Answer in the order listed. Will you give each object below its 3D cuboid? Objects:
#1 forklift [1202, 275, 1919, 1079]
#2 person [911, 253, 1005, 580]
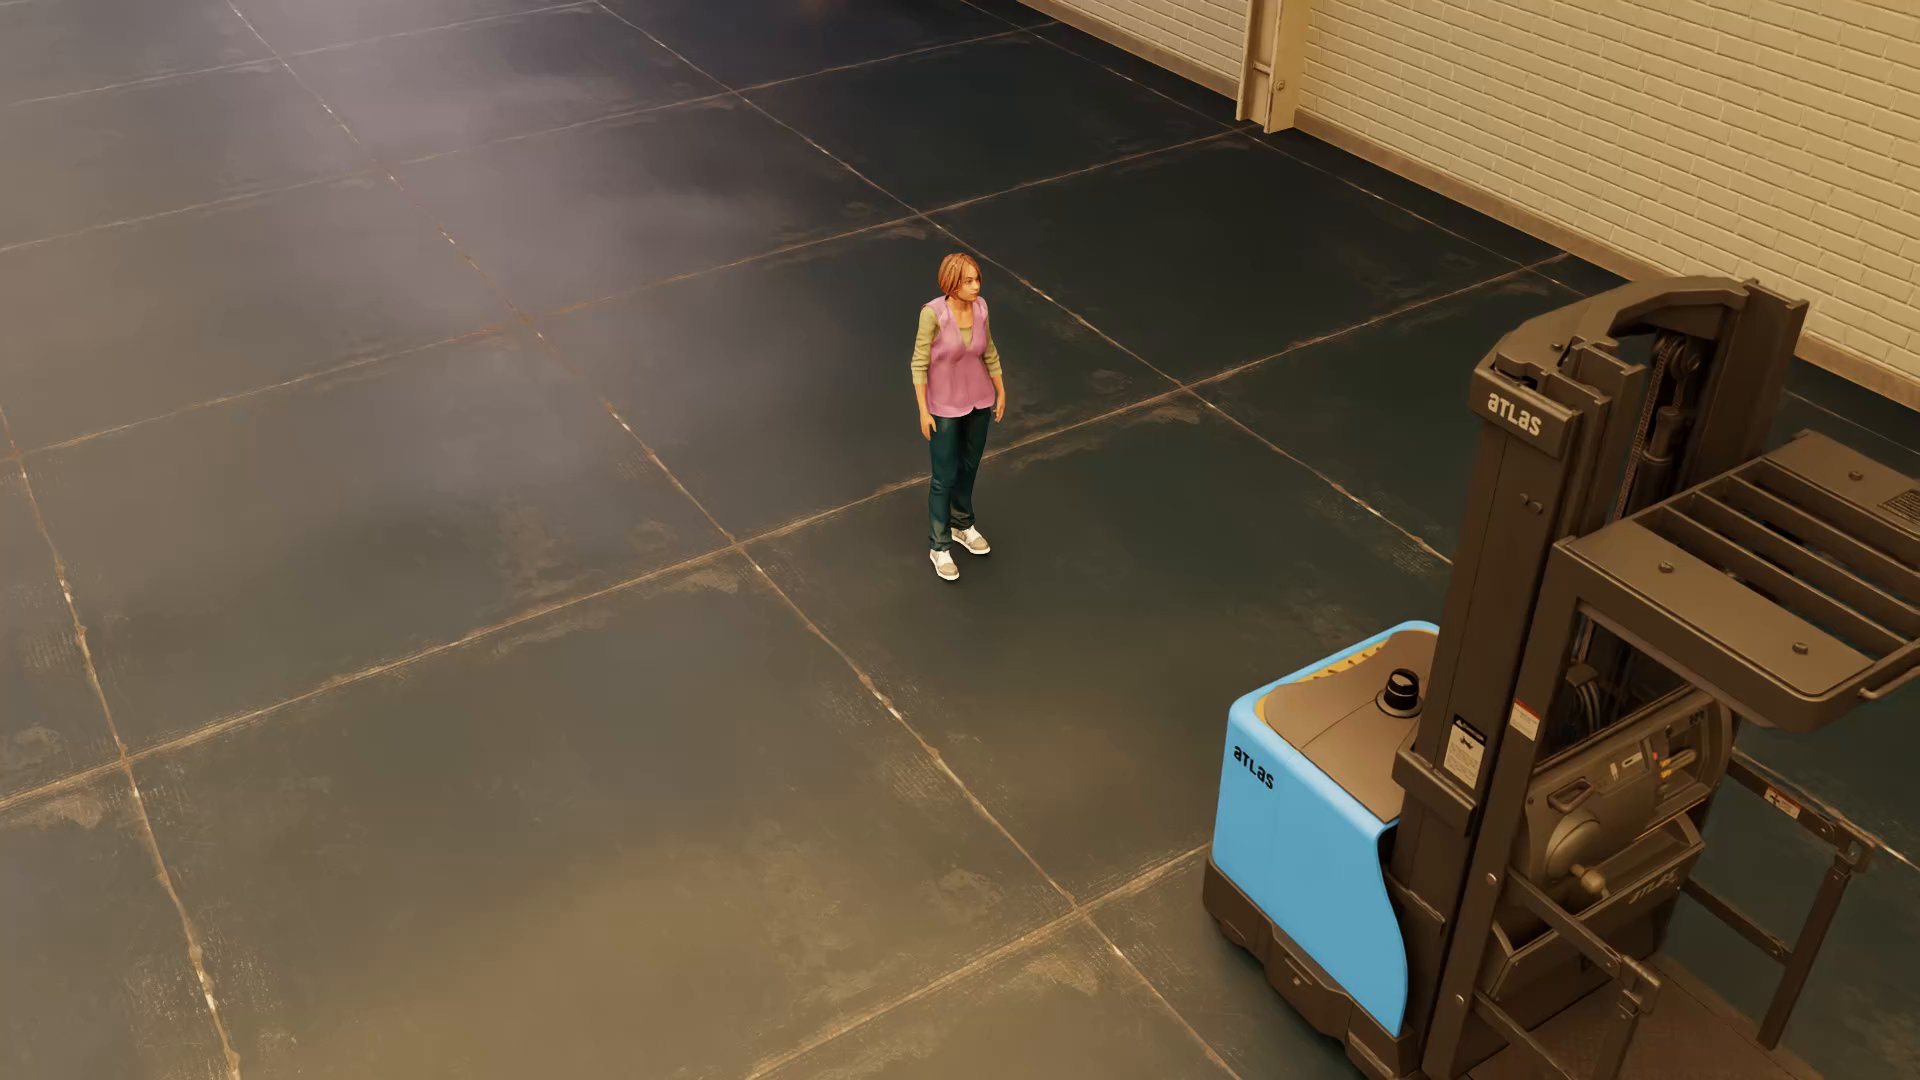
[{"bbox_3d":[2.173,0.829,4.968,1.130,2.935,3.031,-20,40,-26],"label":"forklift"},{"bbox_3d":[0.028,-0.620,8.177,0.520,1.597,0.476,-21,40,-27],"label":"person"}]
